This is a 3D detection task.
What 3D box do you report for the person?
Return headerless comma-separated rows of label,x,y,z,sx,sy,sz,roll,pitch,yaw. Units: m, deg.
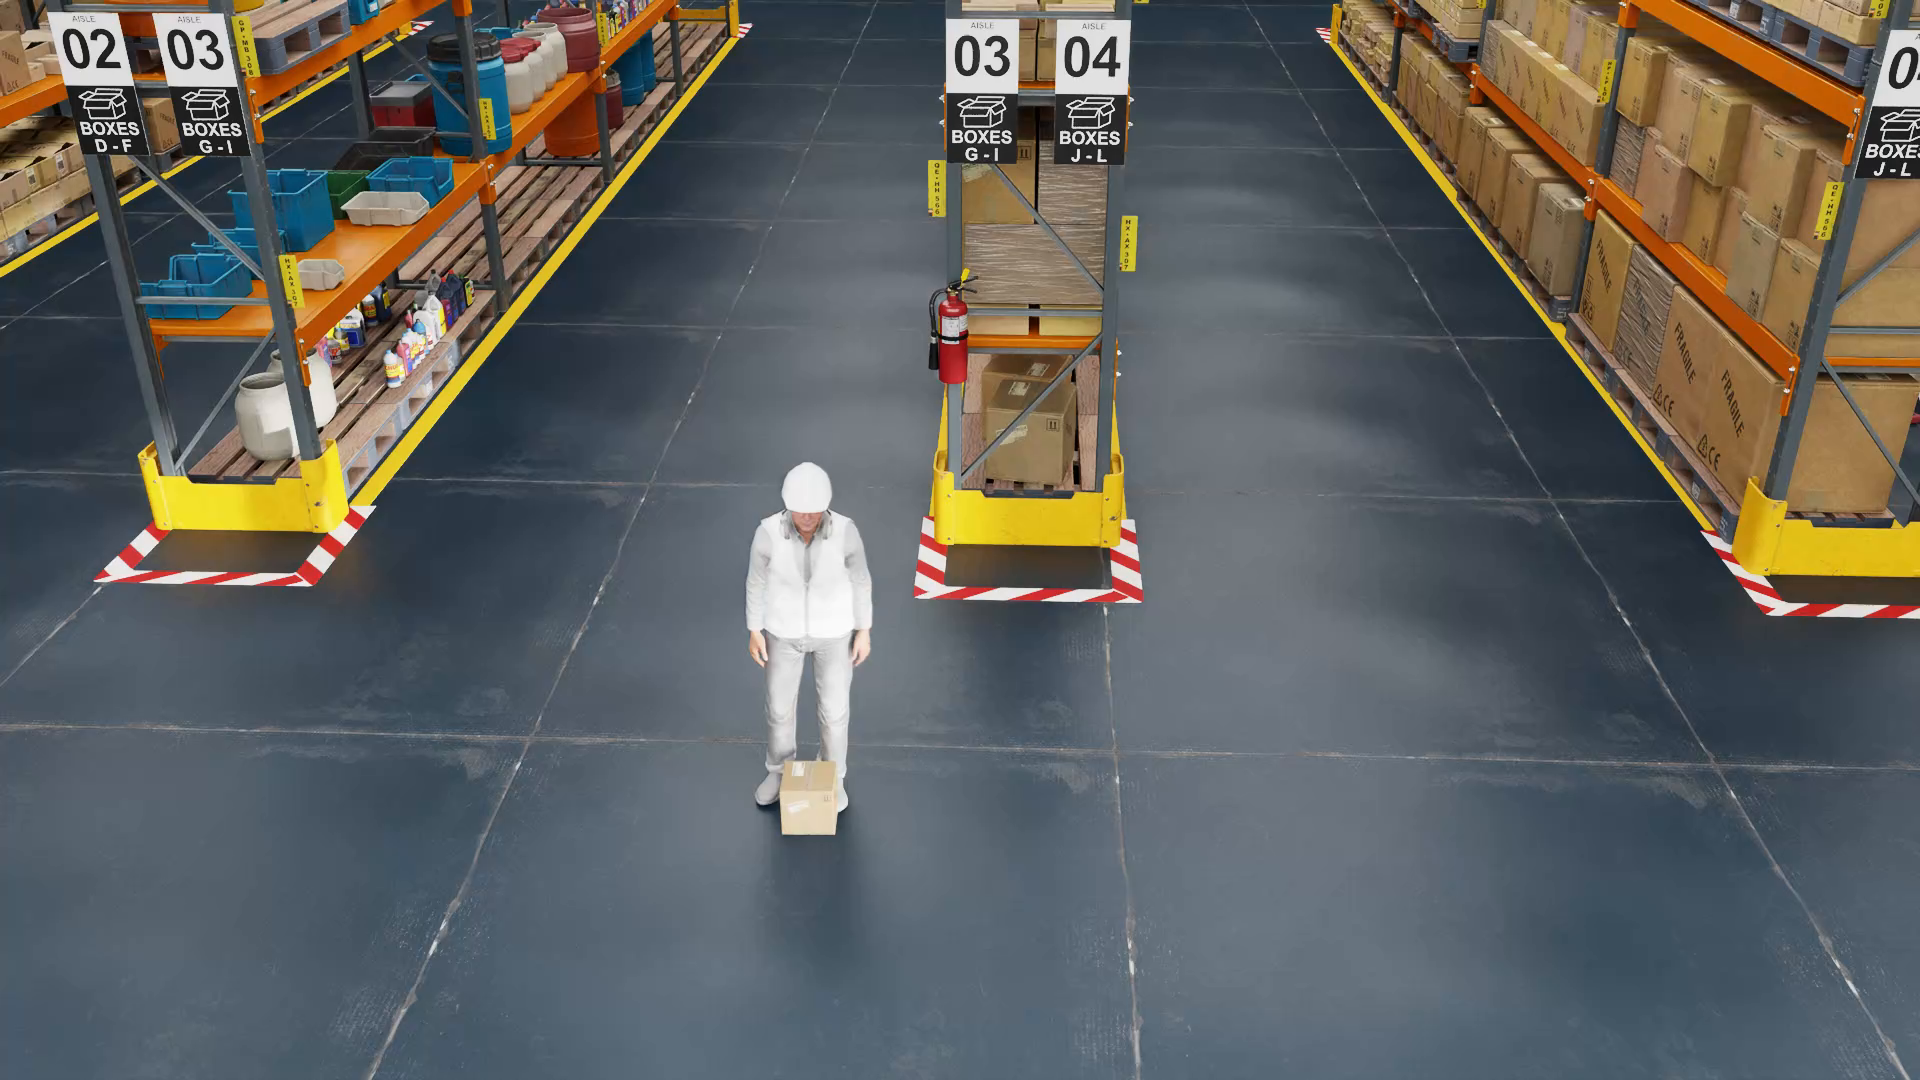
person,-0.704,0.433,7.774,0.593,1.768,0.475,-1,28,-1
